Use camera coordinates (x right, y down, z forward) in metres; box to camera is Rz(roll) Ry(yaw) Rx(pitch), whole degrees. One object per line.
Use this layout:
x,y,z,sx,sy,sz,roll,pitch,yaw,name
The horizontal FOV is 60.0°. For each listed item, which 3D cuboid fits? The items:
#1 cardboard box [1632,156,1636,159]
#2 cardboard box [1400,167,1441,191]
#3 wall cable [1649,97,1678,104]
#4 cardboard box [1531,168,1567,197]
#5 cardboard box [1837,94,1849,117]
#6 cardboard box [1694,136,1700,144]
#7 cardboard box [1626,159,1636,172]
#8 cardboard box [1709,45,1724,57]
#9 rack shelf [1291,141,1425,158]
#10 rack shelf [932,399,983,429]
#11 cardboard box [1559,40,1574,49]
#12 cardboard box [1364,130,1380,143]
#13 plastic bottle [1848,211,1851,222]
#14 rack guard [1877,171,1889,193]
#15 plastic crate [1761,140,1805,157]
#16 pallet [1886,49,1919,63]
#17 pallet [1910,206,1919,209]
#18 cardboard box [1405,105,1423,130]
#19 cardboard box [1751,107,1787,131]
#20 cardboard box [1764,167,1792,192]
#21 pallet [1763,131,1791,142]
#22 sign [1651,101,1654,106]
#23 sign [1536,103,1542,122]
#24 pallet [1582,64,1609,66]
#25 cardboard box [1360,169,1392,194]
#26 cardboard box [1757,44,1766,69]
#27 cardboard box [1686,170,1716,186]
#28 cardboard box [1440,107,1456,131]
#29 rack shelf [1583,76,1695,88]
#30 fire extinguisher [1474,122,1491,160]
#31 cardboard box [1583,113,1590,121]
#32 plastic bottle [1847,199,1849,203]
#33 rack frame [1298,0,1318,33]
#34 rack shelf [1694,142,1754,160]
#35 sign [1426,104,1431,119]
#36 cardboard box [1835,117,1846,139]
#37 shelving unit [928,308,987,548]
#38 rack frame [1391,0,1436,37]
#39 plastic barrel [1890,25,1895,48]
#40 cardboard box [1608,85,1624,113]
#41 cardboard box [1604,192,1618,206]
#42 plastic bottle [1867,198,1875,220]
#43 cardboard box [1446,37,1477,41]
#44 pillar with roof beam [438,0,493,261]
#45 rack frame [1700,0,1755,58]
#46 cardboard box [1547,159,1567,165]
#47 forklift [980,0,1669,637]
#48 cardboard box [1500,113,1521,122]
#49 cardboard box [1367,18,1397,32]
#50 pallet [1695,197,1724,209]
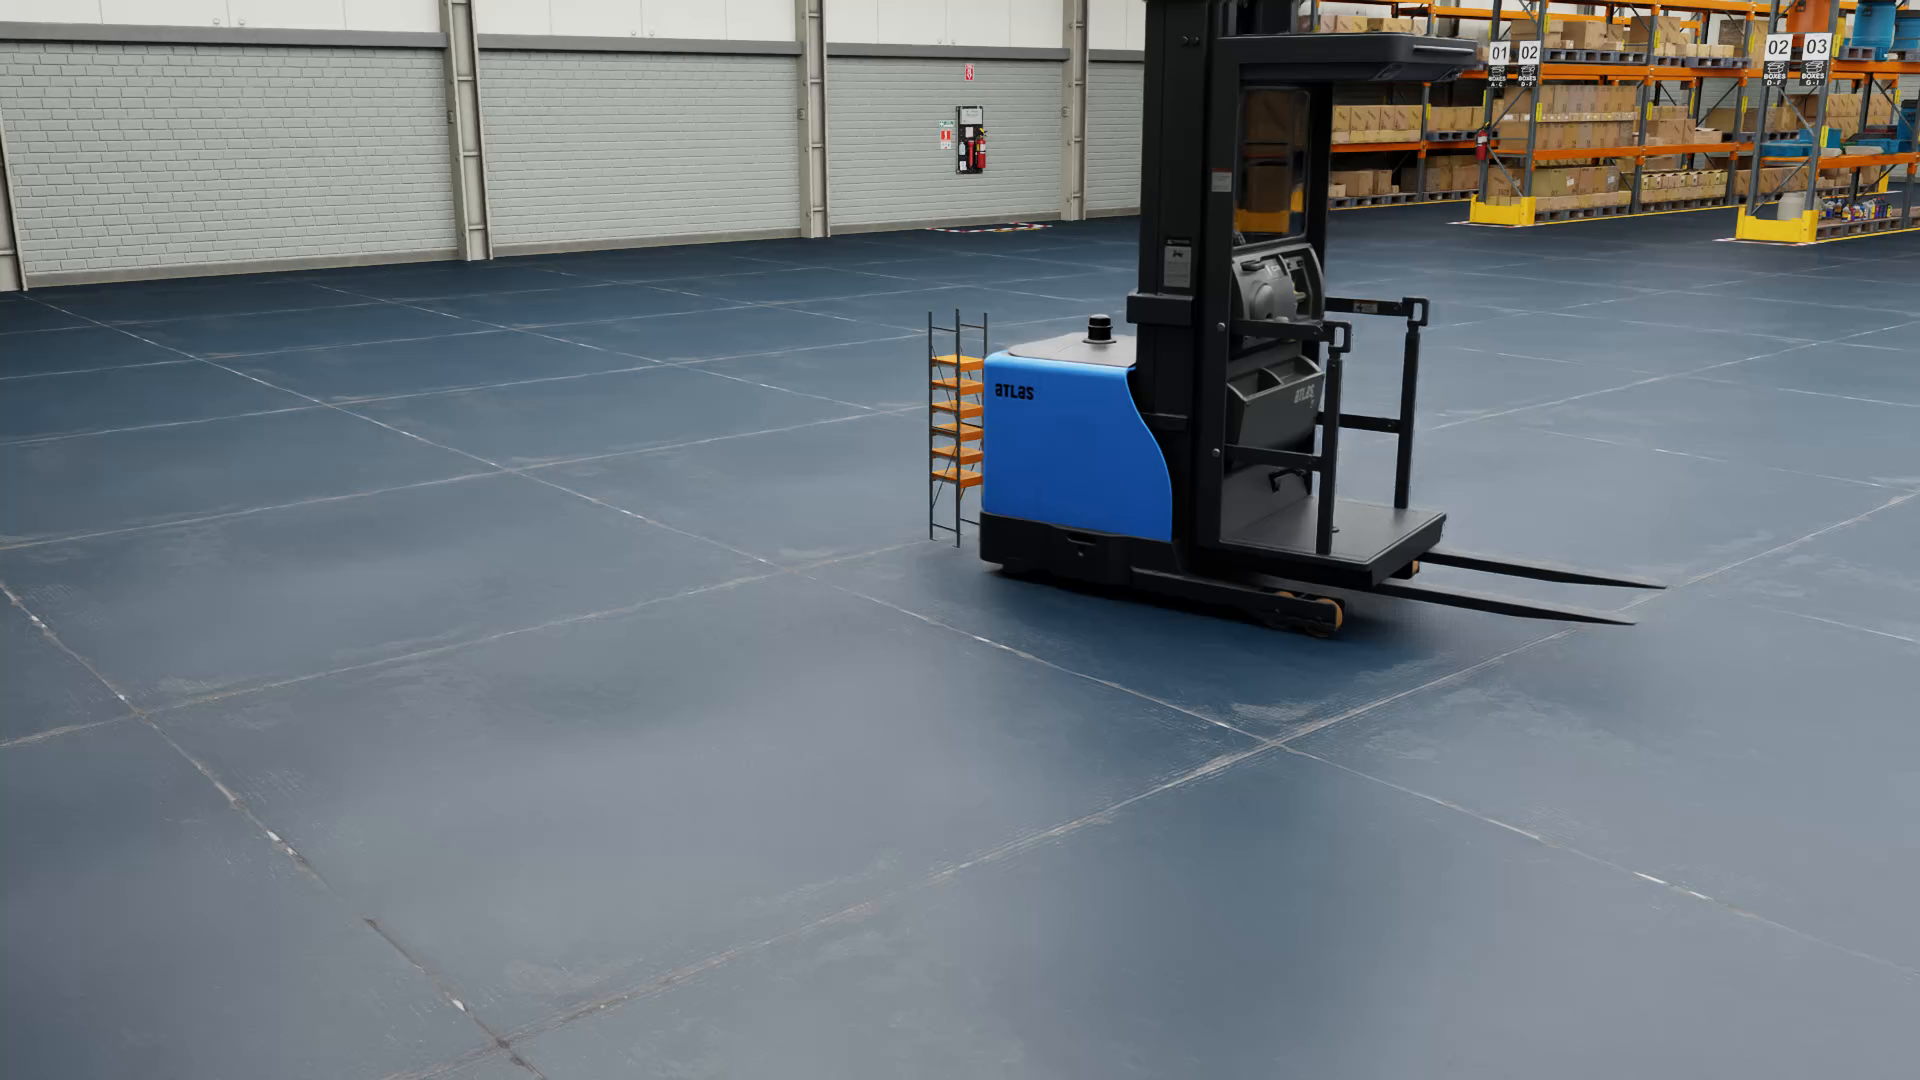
17.147,-9.786,42.349,0.250,0.149,0.380,-13,20,-41,cardboard box
10.253,-8.038,37.020,0.500,0.500,0.700,-12,19,-38,cardboard box
19.106,-11.830,45.256,1.851,1.984,0.084,-13,19,-39,wall cable
10.873,-6.633,30.831,0.500,0.500,0.500,-13,19,-39,cardboard box
19.928,-9.940,38.020,0.500,0.500,0.500,-13,20,-41,cardboard box
15.056,-8.270,34.387,0.250,0.149,0.380,-11,18,-35,cardboard box
16.757,-9.447,42.333,0.500,0.500,0.700,-13,20,-40,cardboard box
15.292,-10.018,34.108,0.500,0.250,0.500,-12,19,-38,cardboard box
8.200,-8.219,35.100,4.000,0.370,1.077,-13,19,-39,rack shelf
-0.011,-0.650,8.566,0.180,0.103,0.258,-13,19,-39,rack shelf
10.949,-9.027,30.321,0.250,0.149,0.380,-13,19,-39,cardboard box
8.421,-8.446,34.811,0.500,0.250,0.500,-12,19,-39,cardboard box
14.845,-5.423,27.811,0.097,0.201,0.097,0,15,0,plastic bottle
21.959,-8.754,40.552,0.348,0.500,1.175,-13,19,-39,rack guard
13.376,-6.370,27.073,0.616,0.251,0.499,-13,19,-39,plastic crate
15.732,-8.193,28.163,1.003,0.211,1.213,-13,19,-39,pallet
18.620,-6.183,31.488,1.213,0.211,1.003,-13,19,-39,pallet
9.555,-9.064,35.670,0.500,0.500,0.500,-13,20,-39,cardboard box
17.706,-9.236,36.508,0.700,0.500,0.500,10,18,33,cardboard box
18.057,-7.995,36.860,0.500,0.500,0.500,-12,19,-39,cardboard box
17.445,-8.856,36.466,1.213,0.211,1.003,-13,19,-39,pallet
18.402,-11.503,44.172,0.005,0.325,0.100,-13,19,-39,sign
10.306,-7.611,29.600,0.005,0.325,0.100,-13,19,-39,sign
15.085,-11.452,40.369,1.217,0.209,0.805,-14,20,-42,pallet
8.952,-7.726,35.854,0.500,0.500,0.500,14,21,43,cardboard box
16.673,-10.283,35.429,0.500,0.500,0.910,-13,19,-39,cardboard box
15.360,-7.538,34.586,0.500,0.311,0.500,-13,20,-40,cardboard box
10.542,-9.339,36.853,0.500,0.500,0.700,-10,18,-34,cardboard box
17.253,-11.701,42.323,4.000,0.370,1.077,-13,19,-39,rack shelf
9.552,-7.297,30.404,0.183,0.674,0.296,-13,19,-39,fire extinguisher
11.543,-7.910,31.100,0.250,0.149,0.380,-12,19,-39,cardboard box
15.529,-5.827,29.164,0.133,0.283,0.061,-13,19,-39,plastic bottle
6.691,-11.126,32.964,0.127,3.000,1.000,-13,19,-39,rack frame
17.490,-8.610,36.565,4.000,0.370,1.077,-13,19,-39,rack shelf
10.071,-9.219,35.773,0.005,0.325,0.100,-13,19,-39,sign
19.946,-9.465,38.180,0.500,0.500,0.500,-12,19,-38,cardboard box
-0.011,-0.577,8.586,0.189,1.200,0.258,-13,19,-39,shelving unit
9.709,-11.803,35.501,0.127,3.000,1.000,-13,19,-39,rack frame
15.758,-8.648,28.469,0.421,0.512,0.421,0,15,0,plastic barrel
12.253,-8.454,31.880,0.500,0.500,0.700,-13,20,-39,cardboard box
12.373,-6.612,32.205,0.500,0.250,0.500,-13,19,-39,cardboard box
15.527,-5.657,28.395,0.185,0.351,0.144,-13,20,-40,plastic bottle
11.104,-10.891,36.892,0.500,0.500,0.500,-14,20,-41,cardboard box
-4.101,-7.525,19.485,0.400,9.000,9.100,-13,19,-39,pillar with roof beam
15.981,-11.517,34.430,0.127,3.000,1.000,-13,19,-39,rack frame
14.032,-8.993,39.957,0.750,0.750,0.750,-13,20,-40,cardboard box
1.609,-1.152,7.385,3.031,2.935,1.130,10,18,32,forklift
10.109,-7.727,30.415,0.250,0.149,0.380,-13,20,-40,cardboard box
8.715,-10.572,34.534,0.500,0.500,0.500,-14,20,-41,cardboard box
15.334,-7.140,35.070,1.213,0.211,1.003,-13,19,-39,pallet
